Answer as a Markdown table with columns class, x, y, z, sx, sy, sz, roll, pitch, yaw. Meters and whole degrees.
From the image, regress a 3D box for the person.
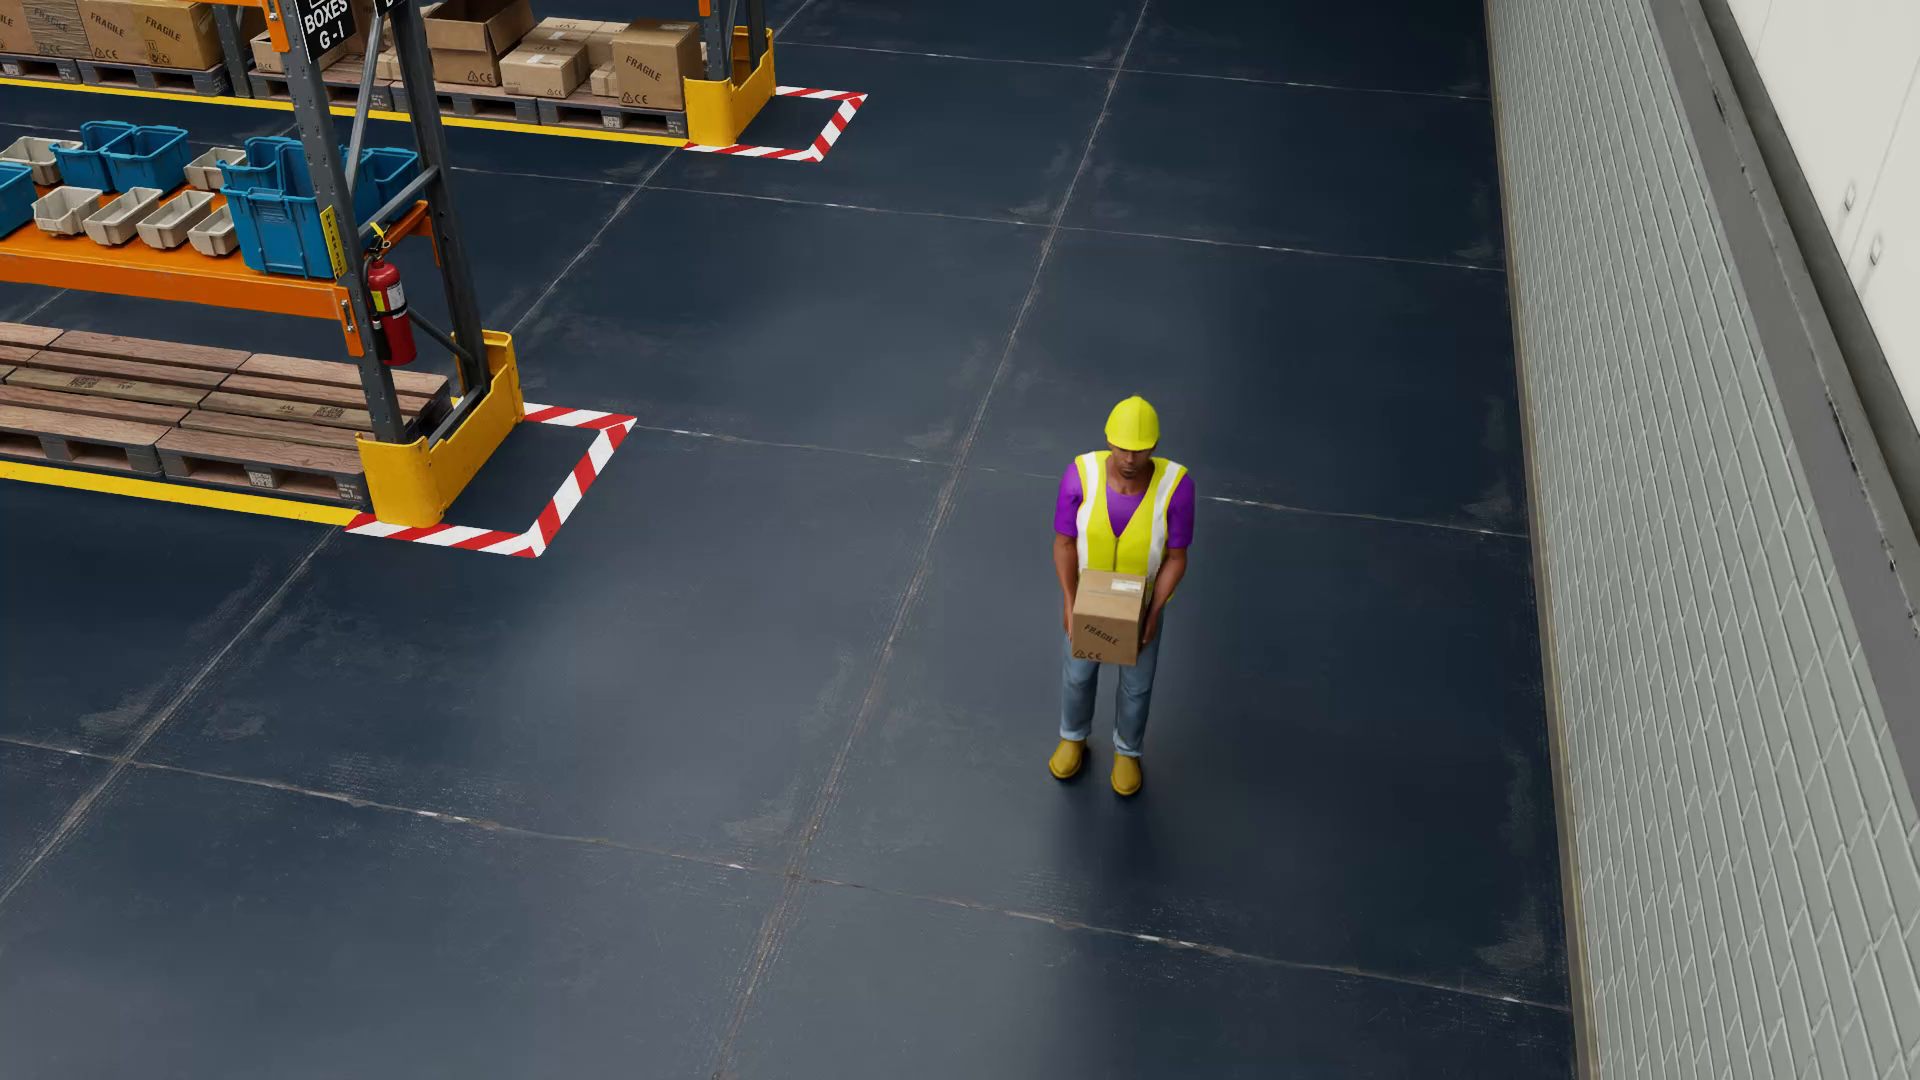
| class | x | y | z | sx | sy | sz | roll | pitch | yaw |
| --- | --- | --- | --- | --- | --- | --- | --- | --- | --- |
| person | 0.615 | 0.267 | 6.581 | 0.542 | 1.770 | 0.551 | 7 | 37 | 10 |
